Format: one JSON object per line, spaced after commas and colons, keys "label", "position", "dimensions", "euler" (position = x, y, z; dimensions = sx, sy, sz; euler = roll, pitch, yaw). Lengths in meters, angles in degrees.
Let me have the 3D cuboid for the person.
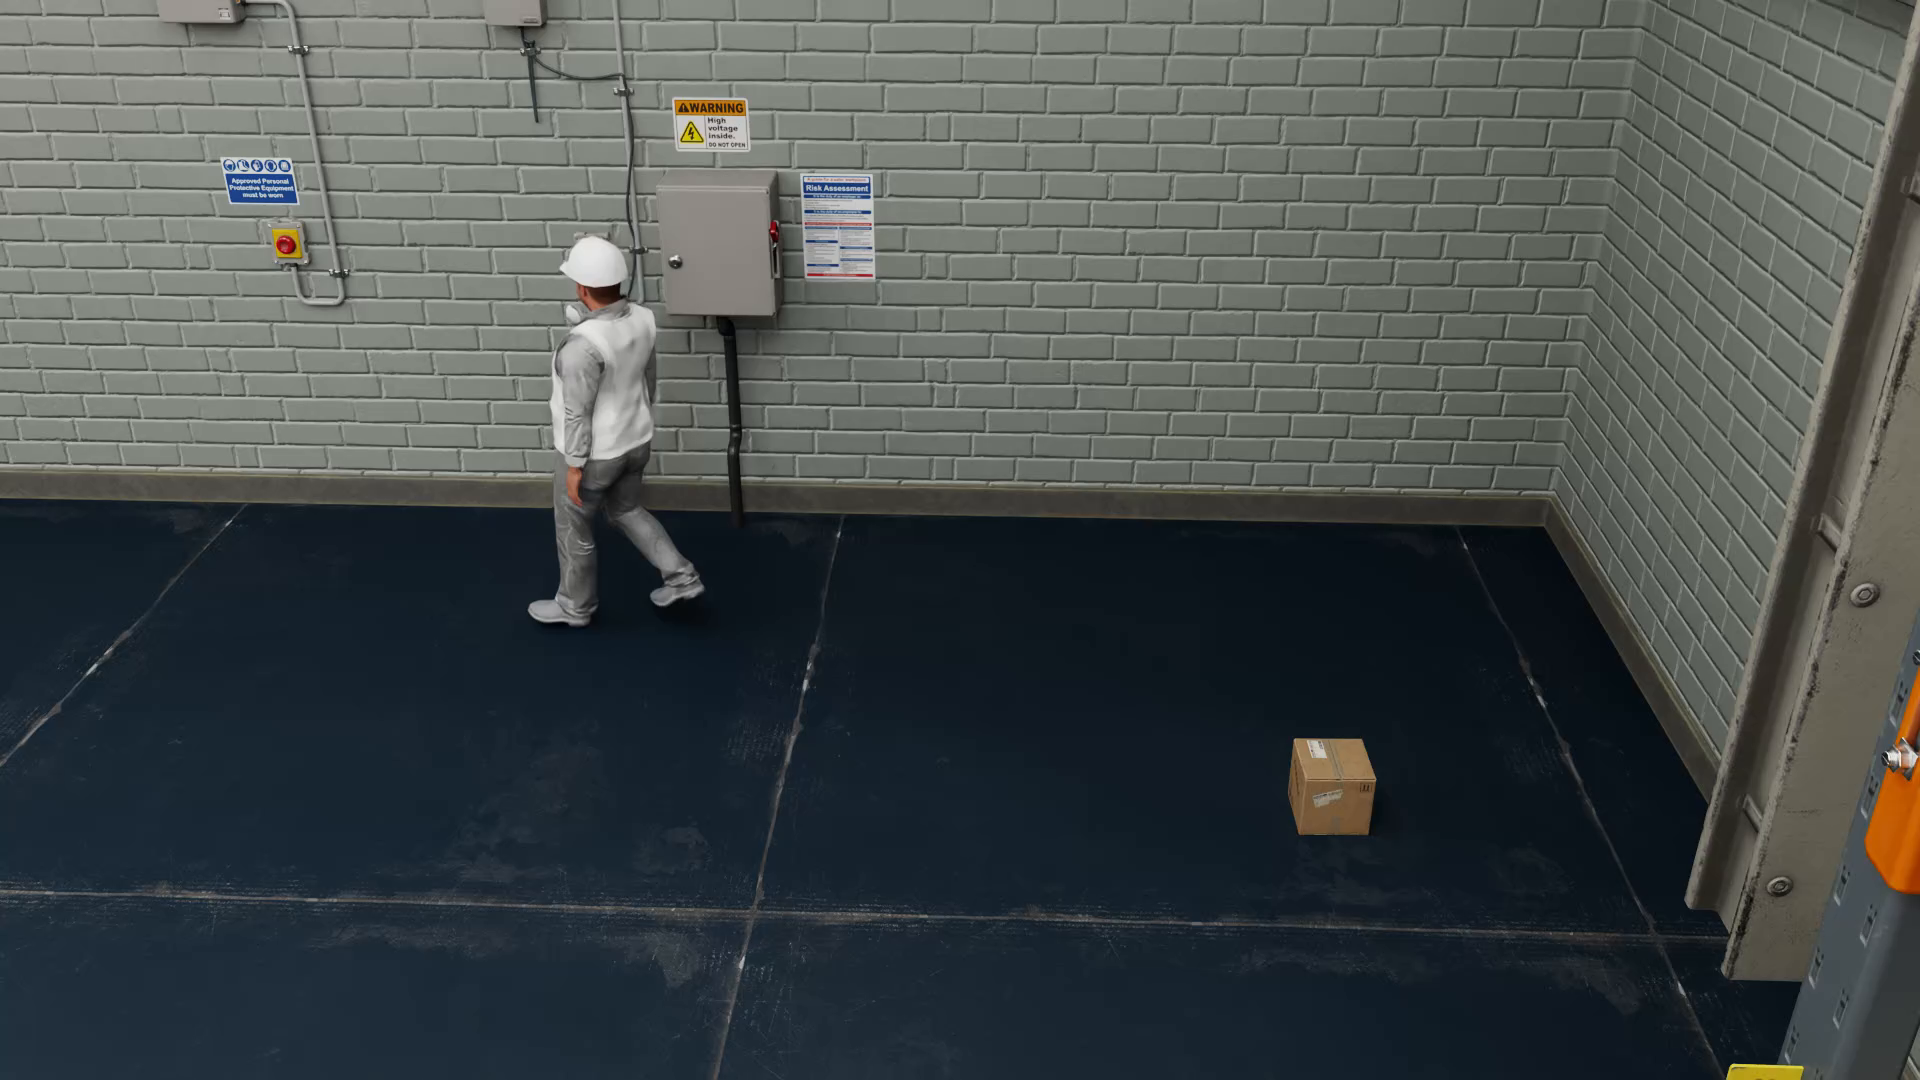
{"label": "person", "position": [-1.496, -0.424, 6.896], "dimensions": [0.767, 1.750, 0.555], "euler": [14, 31, 25]}
